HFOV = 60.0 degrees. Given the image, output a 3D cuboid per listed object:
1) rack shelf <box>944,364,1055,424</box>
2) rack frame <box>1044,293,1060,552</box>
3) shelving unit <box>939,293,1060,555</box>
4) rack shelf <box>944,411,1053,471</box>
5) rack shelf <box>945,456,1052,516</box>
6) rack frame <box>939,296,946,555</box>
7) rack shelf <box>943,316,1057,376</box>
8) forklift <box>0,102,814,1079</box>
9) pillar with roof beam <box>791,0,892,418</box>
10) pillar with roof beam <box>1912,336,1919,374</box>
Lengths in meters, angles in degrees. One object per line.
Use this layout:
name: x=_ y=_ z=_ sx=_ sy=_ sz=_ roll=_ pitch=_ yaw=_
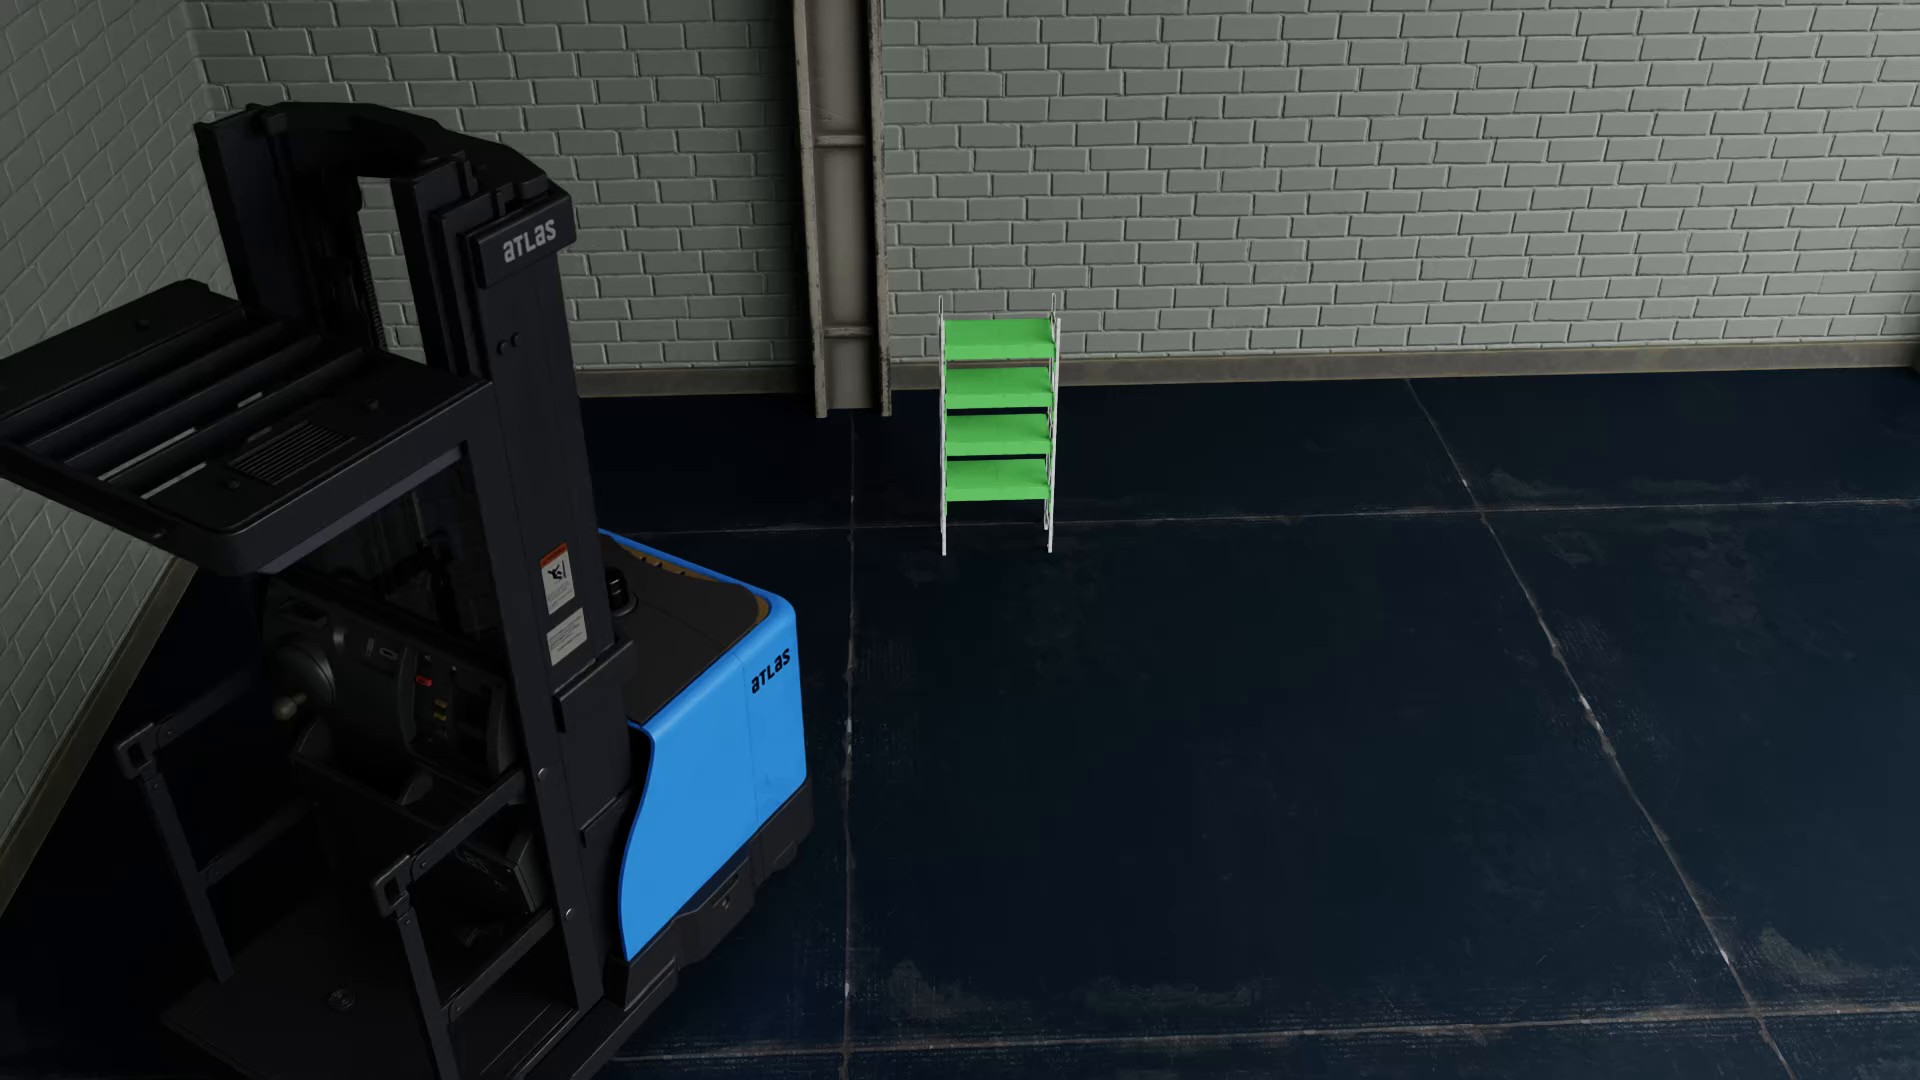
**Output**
rack shelf: x=0.165 y=-0.643 z=7.315 sx=0.480 sy=0.148 sz=0.258 roll=-2 pitch=35 yaw=-2
rack frame: x=0.409 y=-0.504 z=7.425 sx=0.015 sy=1.200 sz=0.240 roll=-2 pitch=35 yaw=-2
shelving unit: x=0.165 y=-0.498 z=7.415 sx=0.503 sy=1.200 sz=0.258 roll=-2 pitch=35 yaw=-2
rack shelf: x=0.165 y=-0.445 z=7.451 sx=0.480 sy=0.148 sz=0.258 roll=-2 pitch=35 yaw=-2
rack shelf: x=0.165 y=-0.248 z=7.588 sx=0.480 sy=0.148 sz=0.258 roll=-2 pitch=35 yaw=-2
rack frame: x=-0.078 y=-0.491 z=7.406 sx=0.015 sy=1.200 sz=0.240 roll=-2 pitch=35 yaw=-2
rack shelf: x=0.165 y=-0.840 z=7.178 sx=0.480 sy=0.148 sz=0.258 roll=-2 pitch=35 yaw=-2
forklift: x=-1.723 y=0.461 z=4.509 sx=1.130 sy=2.935 sz=3.031 roll=19 pitch=39 yaw=25
pillar with roof beam: x=-0.360 y=-1.984 z=2.709 sx=0.400 sy=9.000 sz=9.100 roll=-2 pitch=35 yaw=-2
pillar with roof beam: x=5.633 y=-2.145 z=2.942 sx=0.400 sy=9.000 sz=9.100 roll=-2 pitch=35 yaw=-2
